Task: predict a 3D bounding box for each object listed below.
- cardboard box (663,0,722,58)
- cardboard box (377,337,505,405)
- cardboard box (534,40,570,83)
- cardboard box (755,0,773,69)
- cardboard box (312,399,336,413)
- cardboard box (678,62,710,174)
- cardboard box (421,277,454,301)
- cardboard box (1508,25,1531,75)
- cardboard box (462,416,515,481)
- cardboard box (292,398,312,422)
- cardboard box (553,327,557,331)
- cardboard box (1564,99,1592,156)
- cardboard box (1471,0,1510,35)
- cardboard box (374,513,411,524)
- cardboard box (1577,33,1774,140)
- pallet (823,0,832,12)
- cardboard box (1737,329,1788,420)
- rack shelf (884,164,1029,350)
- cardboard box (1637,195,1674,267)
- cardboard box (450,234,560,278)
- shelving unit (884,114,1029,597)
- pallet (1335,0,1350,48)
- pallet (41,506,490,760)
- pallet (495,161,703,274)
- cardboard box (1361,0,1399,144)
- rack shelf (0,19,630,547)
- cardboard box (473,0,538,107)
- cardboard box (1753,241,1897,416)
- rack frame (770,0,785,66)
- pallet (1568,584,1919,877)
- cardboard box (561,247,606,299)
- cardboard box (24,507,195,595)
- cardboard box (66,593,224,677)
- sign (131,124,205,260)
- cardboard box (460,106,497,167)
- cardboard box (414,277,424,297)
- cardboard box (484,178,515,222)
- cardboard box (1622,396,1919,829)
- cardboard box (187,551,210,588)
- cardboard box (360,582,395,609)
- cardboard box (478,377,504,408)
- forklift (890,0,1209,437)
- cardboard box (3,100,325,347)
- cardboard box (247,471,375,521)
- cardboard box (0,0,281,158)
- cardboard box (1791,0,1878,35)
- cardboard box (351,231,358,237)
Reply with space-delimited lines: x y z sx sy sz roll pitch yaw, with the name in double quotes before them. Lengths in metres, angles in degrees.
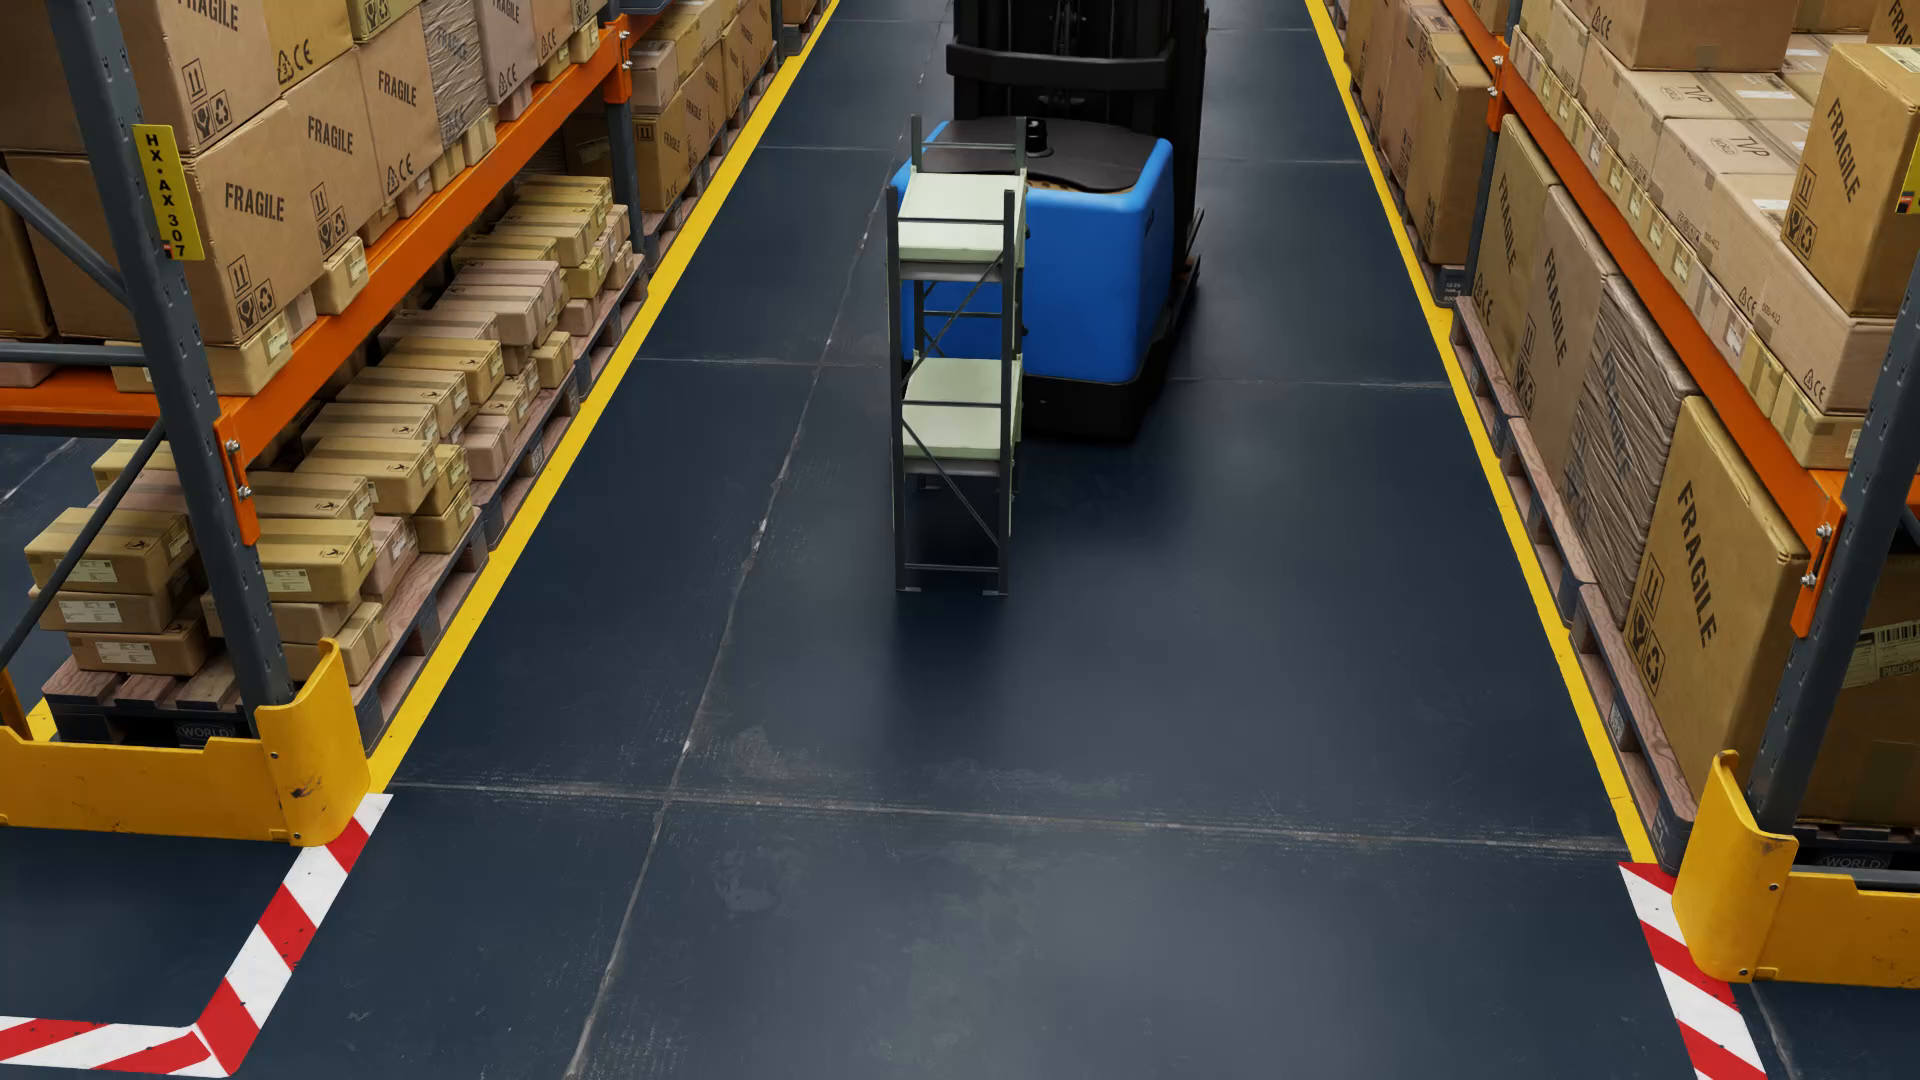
"cardboard box" -1.651 -2.907 9.375 0.500 0.250 0.500 4 32 6
"cardboard box" -1.919 -0.628 6.160 0.380 0.149 0.250 3 32 5
"cardboard box" -1.845 -2.010 6.892 0.380 0.149 0.250 4 32 6
"cardboard box" -1.529 -3.404 10.896 0.500 0.500 0.500 2 32 4
"cardboard box" -2.520 -0.518 6.264 0.380 0.149 0.250 4 32 6
"cardboard box" -1.696 -2.319 9.137 0.500 0.500 0.500 4 32 6
"cardboard box" -2.350 -1.063 7.149 0.380 0.149 0.250 1 32 1
"cardboard box" 2.518 -2.041 6.942 0.380 0.149 0.250 3 32 4
"cardboard box" -1.910 -0.350 6.276 0.380 0.149 0.250 1 32 2
"cardboard box" -2.574 -0.513 5.973 0.380 0.149 0.250 4 32 6
"cardboard box" -1.958 -0.893 7.156 0.380 0.149 0.250 2 32 3
"cardboard box" 2.436 -1.494 6.055 0.380 0.149 0.250 2 32 3
"cardboard box" 2.640 -2.587 7.493 0.500 0.500 0.500 3 32 4
"cardboard box" -2.078 -0.089 5.568 0.380 0.149 0.250 3 32 5
"cardboard box" 2.492 -1.586 5.823 0.500 0.250 0.500 3 32 5
"pallet" -1.495 -4.503 13.355 1.003 0.211 1.213 2 32 4
"cardboard box" 2.268 -0.426 4.321 0.380 0.149 0.250 3 32 4
"rack shelf" 0.001 -0.974 5.657 0.431 0.370 0.720 2 32 4
"cardboard box" 2.351 -0.960 5.188 0.380 0.149 0.250 3 32 4
"cardboard box" -1.924 -1.176 7.049 0.380 0.149 0.250 3 32 6
"shelving unit" 0.001 -0.642 5.862 0.431 1.500 0.755 2 32 4
"pallet" 3.264 -3.601 11.892 1.003 0.211 1.213 2 32 4
"pallet" -2.280 0.263 5.622 1.003 0.211 1.213 2 32 4
"pallet" -2.000 -1.773 8.926 1.003 0.211 1.213 2 32 4
"cardboard box" 3.042 -2.828 9.605 1.225 0.875 0.875 3 32 4
"rack shelf" -2.224 -1.201 6.025 1.077 0.370 4.000 2 32 4
"cardboard box" -1.905 -1.926 6.137 0.500 0.500 0.500 2 32 4
"cardboard box" 2.323 -0.524 4.101 0.500 0.250 0.500 2 32 3
"rack frame" -1.736 -4.644 10.927 1.000 3.000 0.127 2 32 4
"pallet" 2.535 0.569 5.125 1.003 0.211 1.213 2 32 4
"cardboard box" -1.784 -1.183 7.345 0.380 0.149 0.250 1 32 2
"cardboard box" -2.597 0.033 5.088 0.380 0.149 0.250 3 32 5
"cardboard box" -2.552 0.289 5.238 0.380 0.149 0.250 3 32 5
"sign" -1.846 -0.807 3.875 0.100 0.325 0.005 2 32 4
"cardboard box" -1.907 -1.466 6.009 0.380 0.149 0.250 3 32 5
"cardboard box" -2.450 -1.057 6.856 0.380 0.149 0.250 3 32 5
"cardboard box" -2.296 -1.600 7.737 0.380 0.149 0.250 4 32 6
"cardboard box" 2.520 0.191 4.706 0.875 0.875 0.875 2 32 4
"cardboard box" -2.554 0.024 5.385 0.380 0.149 0.250 2 32 3
"cardboard box" -2.086 0.173 5.427 0.380 0.149 0.250 2 32 4
"cardboard box" -2.010 -0.645 6.472 0.380 0.149 0.250 4 32 6
"forklift" 0.571 -2.432 7.403 1.130 2.935 3.031 8 32 12
"cardboard box" -2.075 -0.853 4.397 0.500 0.500 0.500 4 32 6
"cardboard box" -2.103 -0.088 5.284 0.380 0.149 0.250 3 32 5
"cardboard box" -2.086 -1.280 4.135 0.500 0.500 0.500 2 32 4
"cardboard box" 3.058 -2.157 6.035 0.500 0.500 0.500 3 32 4
"cardboard box" -2.095 -0.924 5.130 0.380 0.149 0.250 4 32 6
